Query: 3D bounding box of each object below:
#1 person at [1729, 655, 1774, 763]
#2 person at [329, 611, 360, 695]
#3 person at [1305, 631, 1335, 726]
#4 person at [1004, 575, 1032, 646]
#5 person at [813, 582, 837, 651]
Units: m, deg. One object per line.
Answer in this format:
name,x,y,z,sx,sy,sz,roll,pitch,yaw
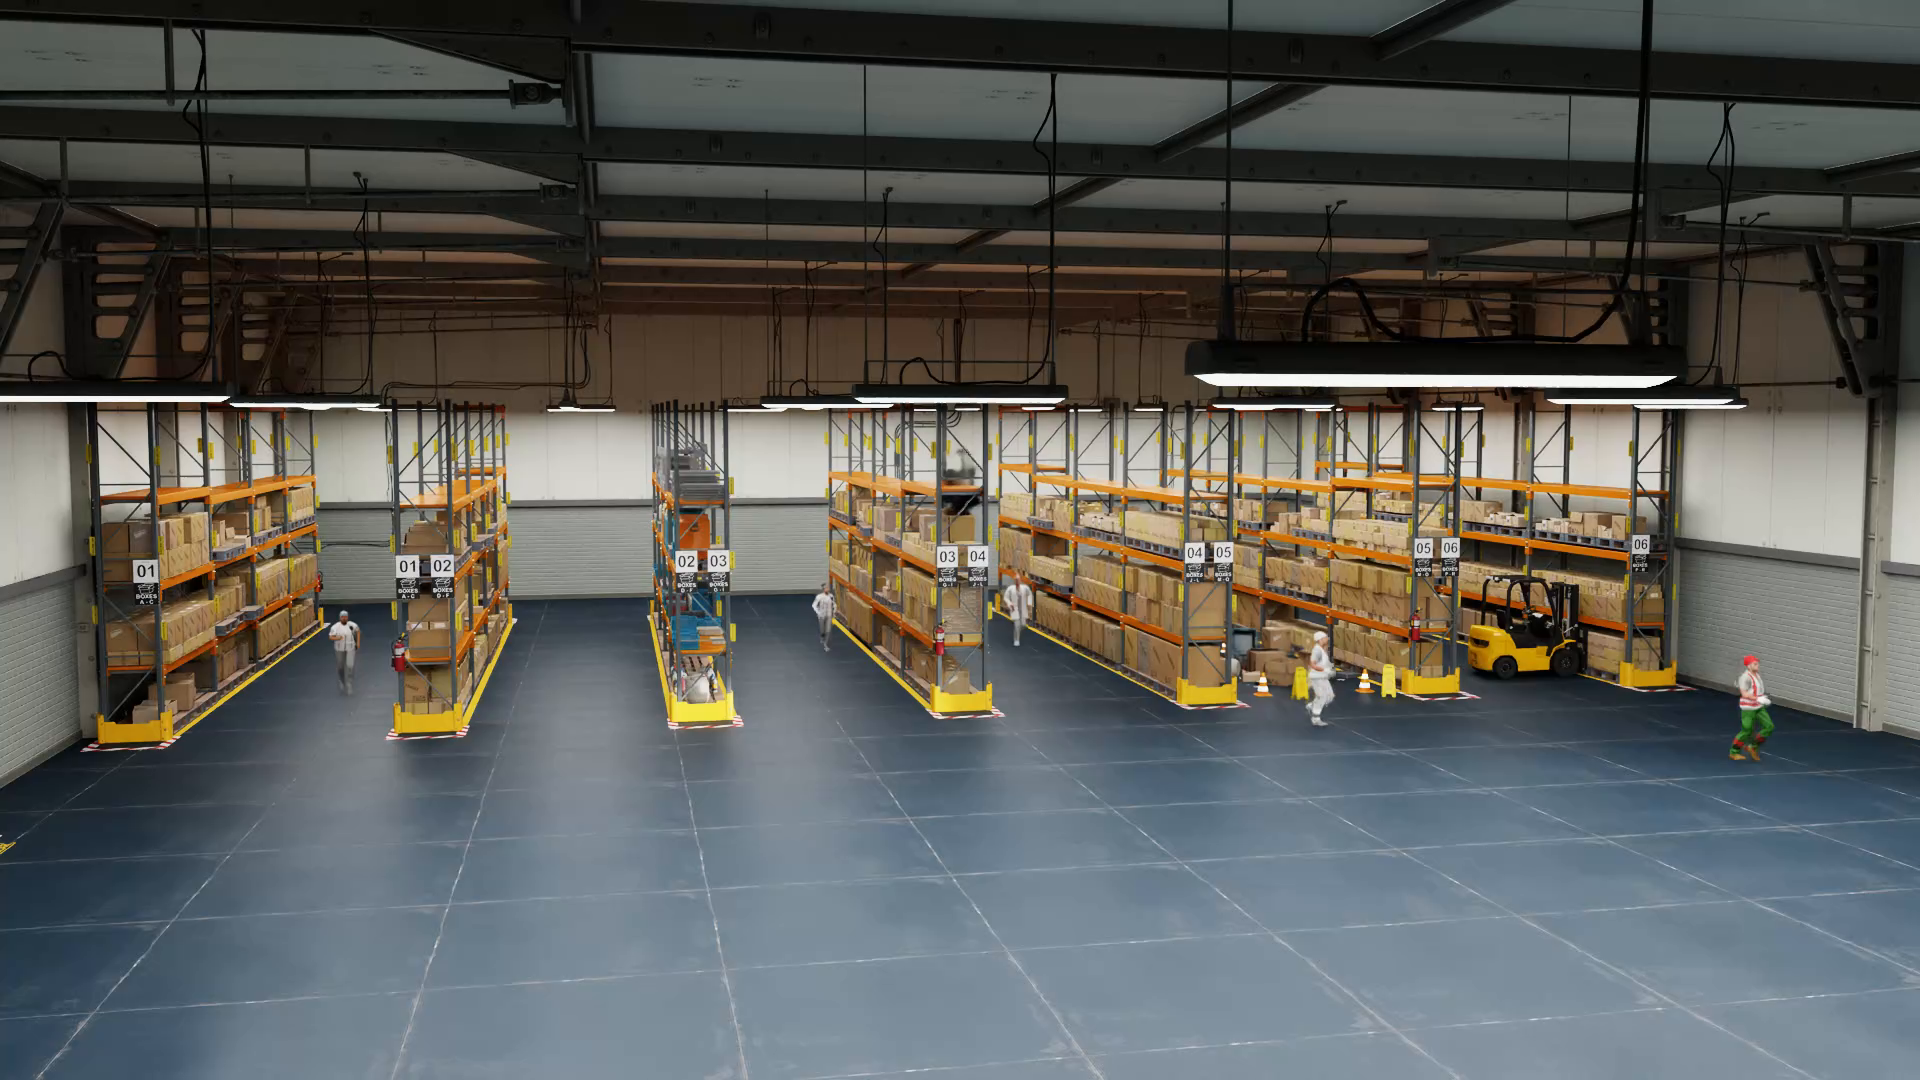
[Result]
person,13.047,2.779,27.324,0.671,1.776,0.685,-3,5,-38
person,-12.658,2.288,34.211,0.600,1.684,0.869,-1,5,-19
person,6.618,2.550,30.540,0.618,1.754,0.637,2,5,28
person,1.448,1.747,41.391,0.733,1.749,0.702,-1,4,-7
person,-3.279,1.853,40.479,0.615,1.677,0.576,-1,5,-18
